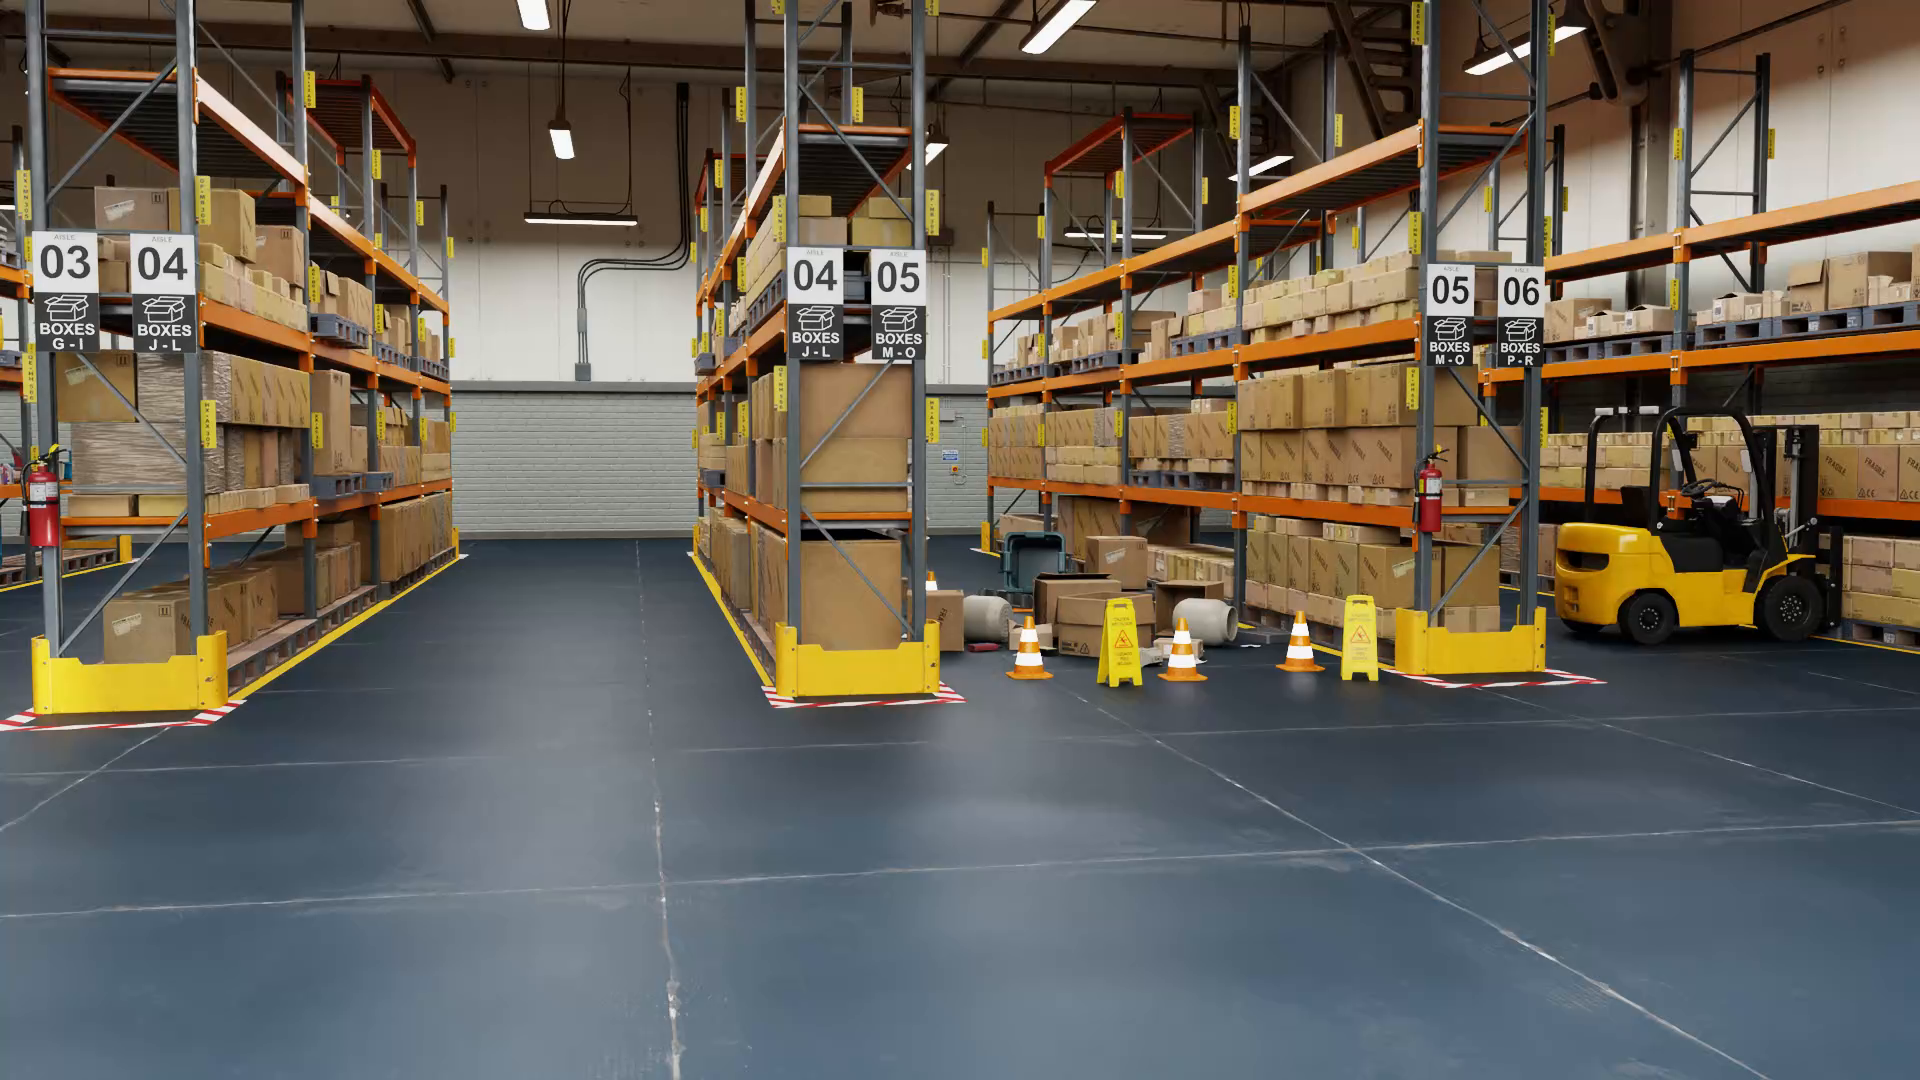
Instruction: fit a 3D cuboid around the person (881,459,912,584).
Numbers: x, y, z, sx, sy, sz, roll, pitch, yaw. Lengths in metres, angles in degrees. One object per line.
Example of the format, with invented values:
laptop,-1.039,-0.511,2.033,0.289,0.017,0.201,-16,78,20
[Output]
person,-0.670,-0.087,18.994,0.473,1.728,0.357,-1,3,-11
